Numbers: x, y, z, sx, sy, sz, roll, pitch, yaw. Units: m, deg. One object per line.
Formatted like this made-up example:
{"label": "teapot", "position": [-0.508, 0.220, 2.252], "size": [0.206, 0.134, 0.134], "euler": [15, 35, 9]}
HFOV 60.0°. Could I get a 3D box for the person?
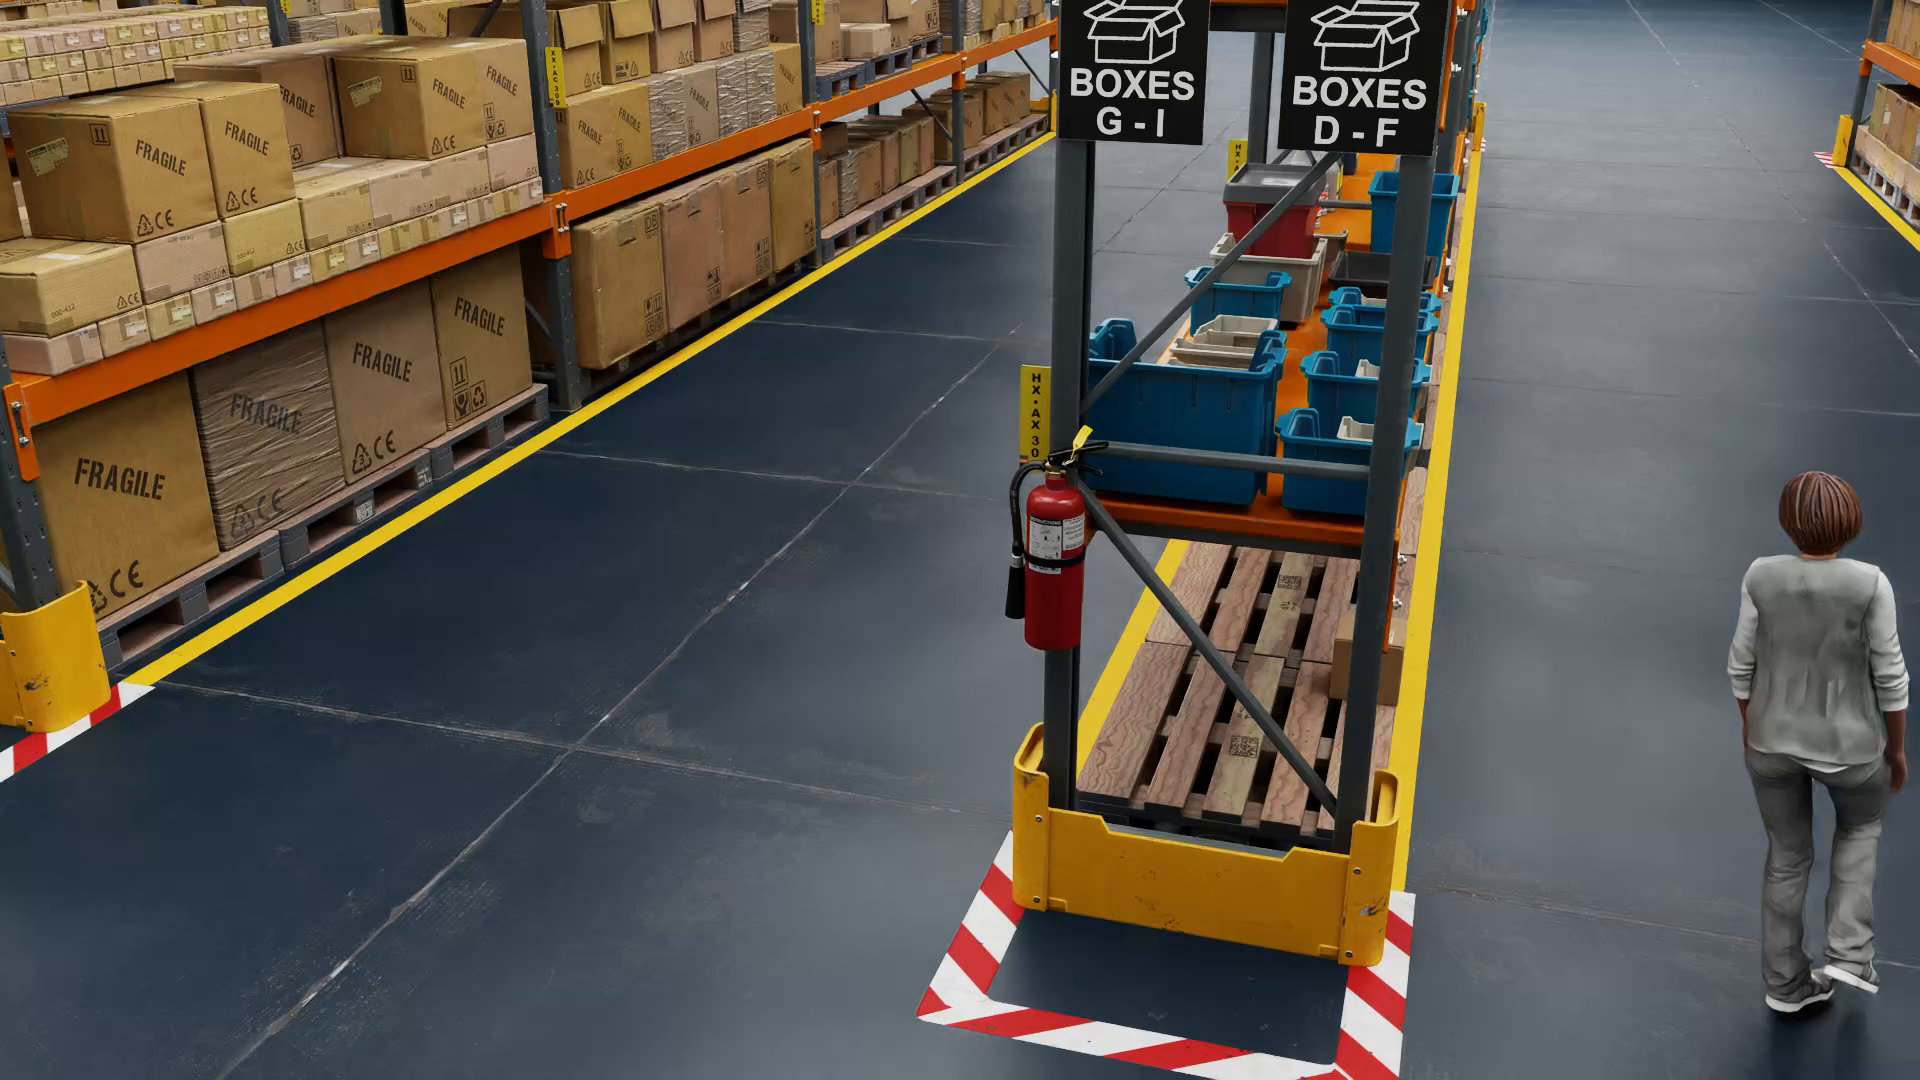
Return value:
{"label": "person", "position": [2.410, 0.579, 4.653], "size": [0.549, 1.582, 0.409], "euler": [16, 27, 35]}
